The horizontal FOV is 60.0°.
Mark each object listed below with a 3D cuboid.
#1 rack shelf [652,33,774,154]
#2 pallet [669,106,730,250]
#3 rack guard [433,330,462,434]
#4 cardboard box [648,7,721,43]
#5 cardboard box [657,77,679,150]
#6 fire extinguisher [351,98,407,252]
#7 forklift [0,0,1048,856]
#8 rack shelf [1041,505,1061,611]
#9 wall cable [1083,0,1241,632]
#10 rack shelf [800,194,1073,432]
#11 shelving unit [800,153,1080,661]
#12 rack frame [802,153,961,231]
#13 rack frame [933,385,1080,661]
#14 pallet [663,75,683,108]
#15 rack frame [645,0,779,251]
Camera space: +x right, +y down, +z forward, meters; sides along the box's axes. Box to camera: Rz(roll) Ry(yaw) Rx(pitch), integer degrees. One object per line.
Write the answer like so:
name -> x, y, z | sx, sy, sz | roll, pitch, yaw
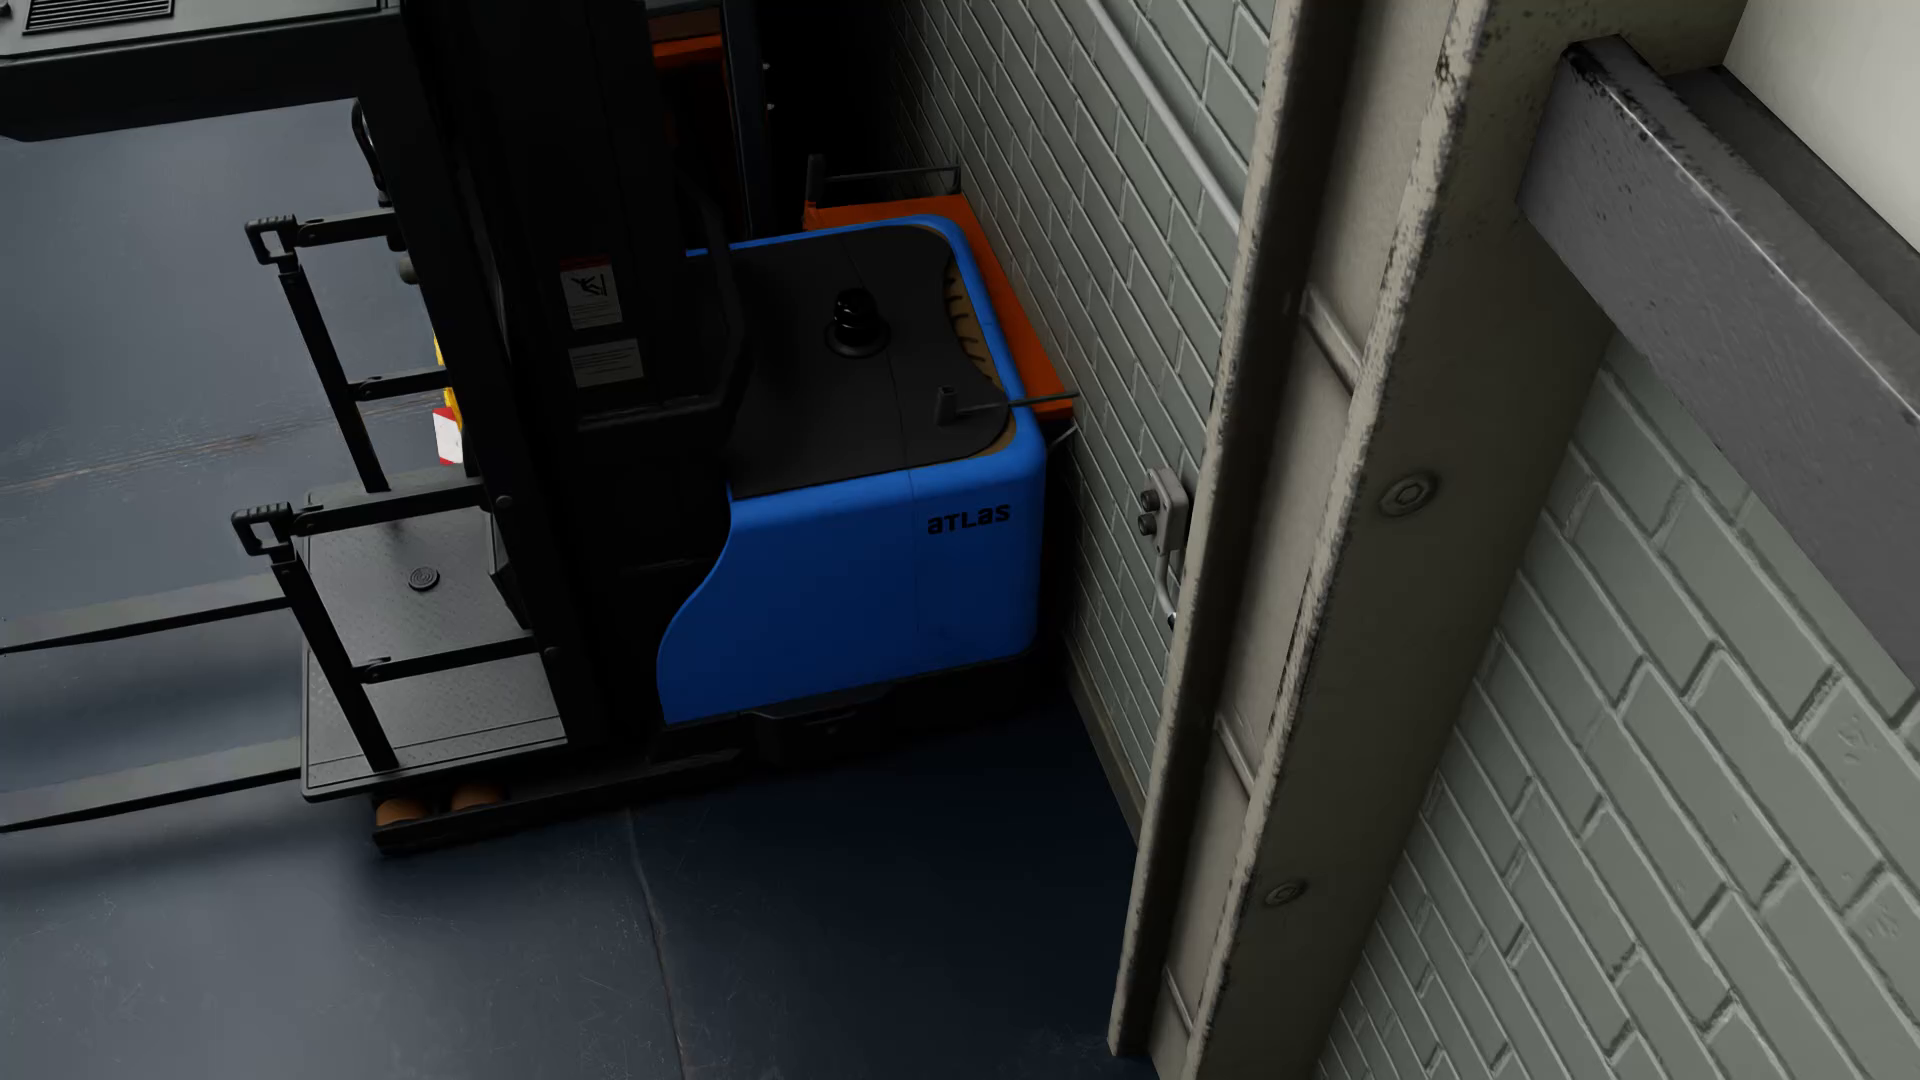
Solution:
rack shelf -> -1.642, -2.609, 5.958 | 1.077, 0.370, 4.000 | -13, 51, -11
pallet -> -1.362, -1.048, 5.995 | 1.003, 0.211, 1.213 | -13, 51, -11
rack guard -> -1.044, -0.557, 5.393 | 1.175, 0.500, 0.348 | -13, 51, -11
cardboard box -> -1.211, -1.847, 4.649 | 0.980, 0.700, 0.700 | -11, 51, -9
cardboard box -> -1.125, -1.362, 5.372 | 0.380, 0.149, 0.250 | -13, 51, -11
fire extinguisher -> -1.447, -1.021, 4.443 | 0.296, 0.674, 0.183 | -13, 51, -11
forklift -> -1.345, -0.548, 3.795 | 3.031, 2.935, 1.130 | -11, 51, -9
rack shelf -> -0.113, -0.188, 4.962 | 0.538, 0.278, 1.000 | -10, 48, -20
wall cable -> 0.231, -0.986, 3.455 | 0.084, 1.984, 1.851 | -13, 51, -11
rack shelf -> -0.039, -0.564, 4.586 | 0.538, 0.278, 1.000 | -10, 48, -20
shelving unit -> -0.080, -0.359, 4.791 | 0.538, 1.125, 1.048 | -10, 48, -20
rack frame -> -0.264, -0.712, 5.107 | 0.500, 1.125, 0.032 | -10, 48, -20
rack frame -> 0.105, -0.006, 4.475 | 0.500, 1.125, 0.032 | -10, 48, -20
pallet -> -1.719, -1.937, 6.745 | 1.003, 0.211, 1.213 | -13, 51, -11
rack frame -> -1.051, -1.380, 4.452 | 1.000, 3.000, 0.127 | -13, 51, -11
